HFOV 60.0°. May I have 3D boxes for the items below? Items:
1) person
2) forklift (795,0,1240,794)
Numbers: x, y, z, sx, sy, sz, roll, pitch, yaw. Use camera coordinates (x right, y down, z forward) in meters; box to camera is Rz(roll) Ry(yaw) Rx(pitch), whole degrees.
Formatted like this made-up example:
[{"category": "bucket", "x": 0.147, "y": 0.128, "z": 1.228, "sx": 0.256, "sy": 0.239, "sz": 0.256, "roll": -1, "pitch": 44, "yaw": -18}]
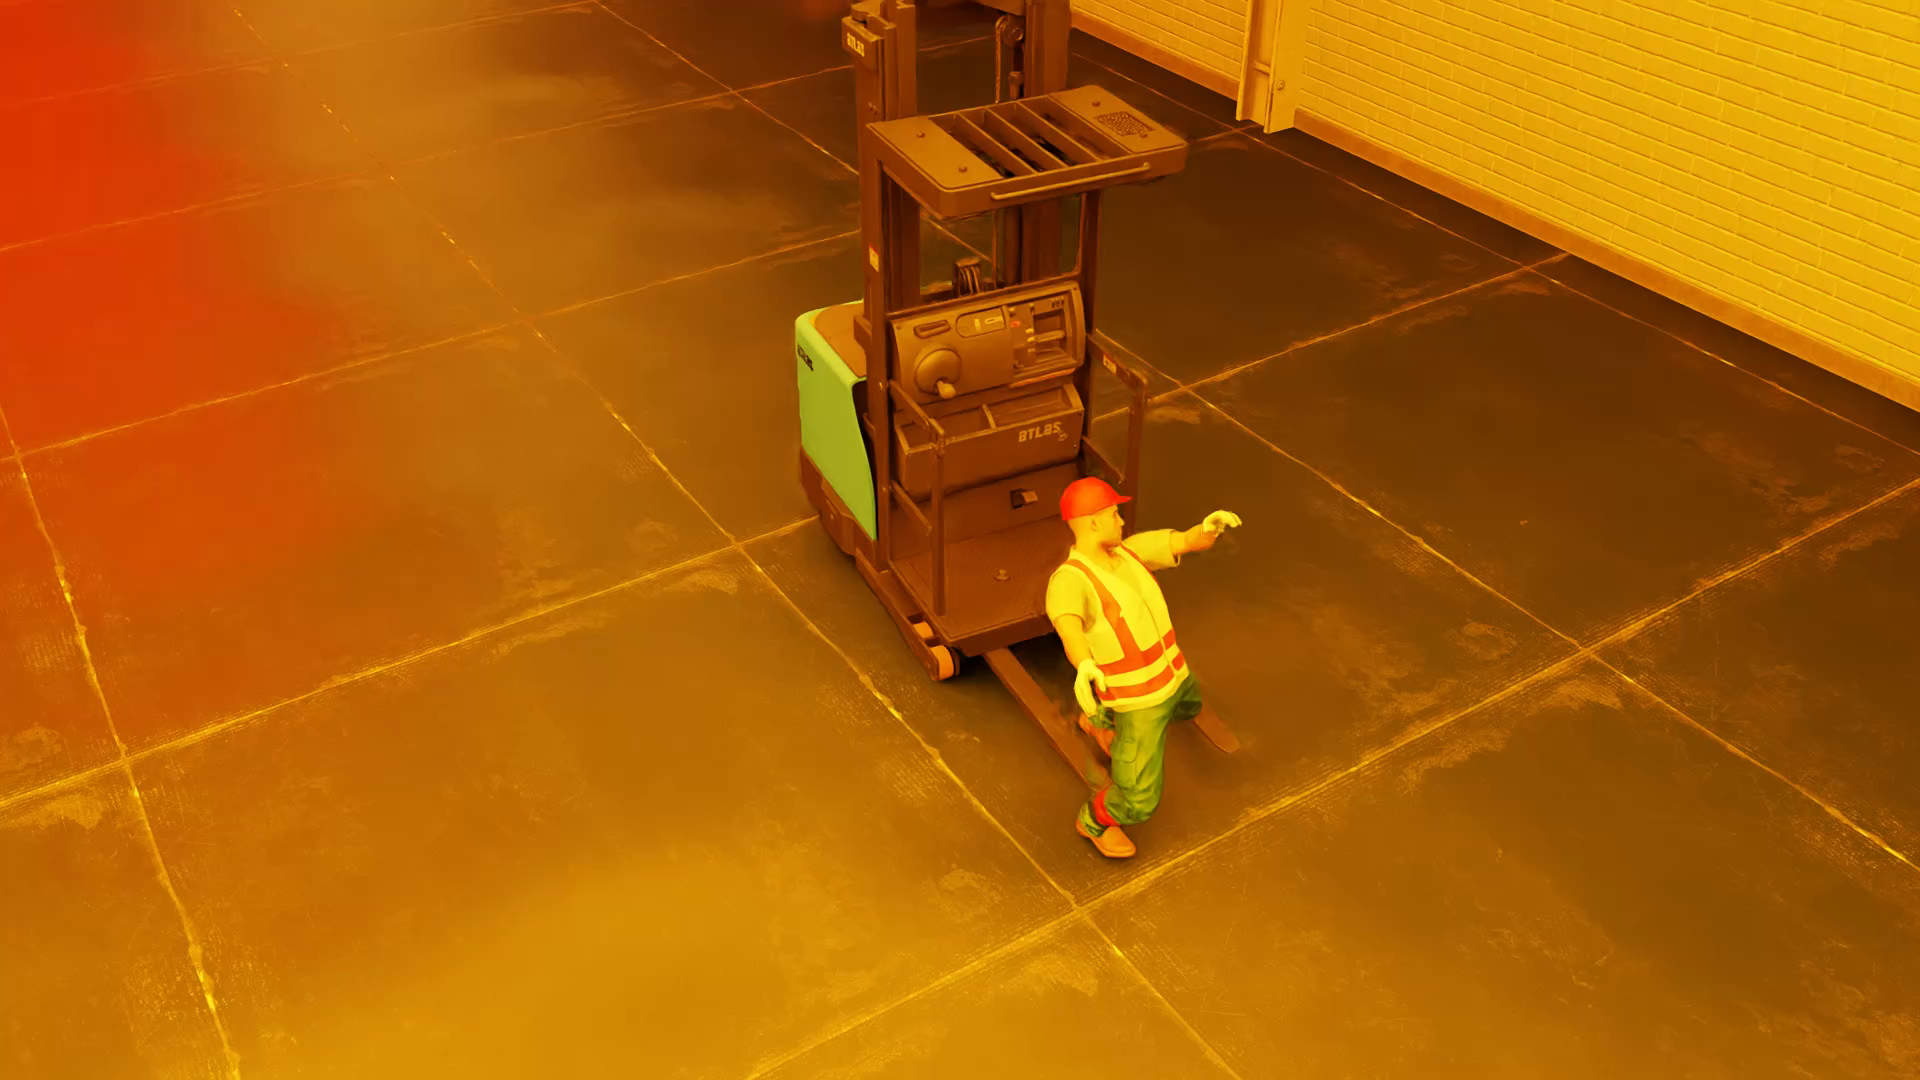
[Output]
[{"category": "person", "x": 0.583, "y": 0.594, "z": 6.443, "sx": 0.725, "sy": 1.565, "sz": 1.105, "roll": 16, "pitch": 38, "yaw": 21}, {"category": "forklift", "x": 0.234, "y": -0.832, "z": 7.332, "sx": 1.130, "sy": 2.935, "sz": 3.031, "roll": -15, "pitch": 38, "yaw": -21}]
